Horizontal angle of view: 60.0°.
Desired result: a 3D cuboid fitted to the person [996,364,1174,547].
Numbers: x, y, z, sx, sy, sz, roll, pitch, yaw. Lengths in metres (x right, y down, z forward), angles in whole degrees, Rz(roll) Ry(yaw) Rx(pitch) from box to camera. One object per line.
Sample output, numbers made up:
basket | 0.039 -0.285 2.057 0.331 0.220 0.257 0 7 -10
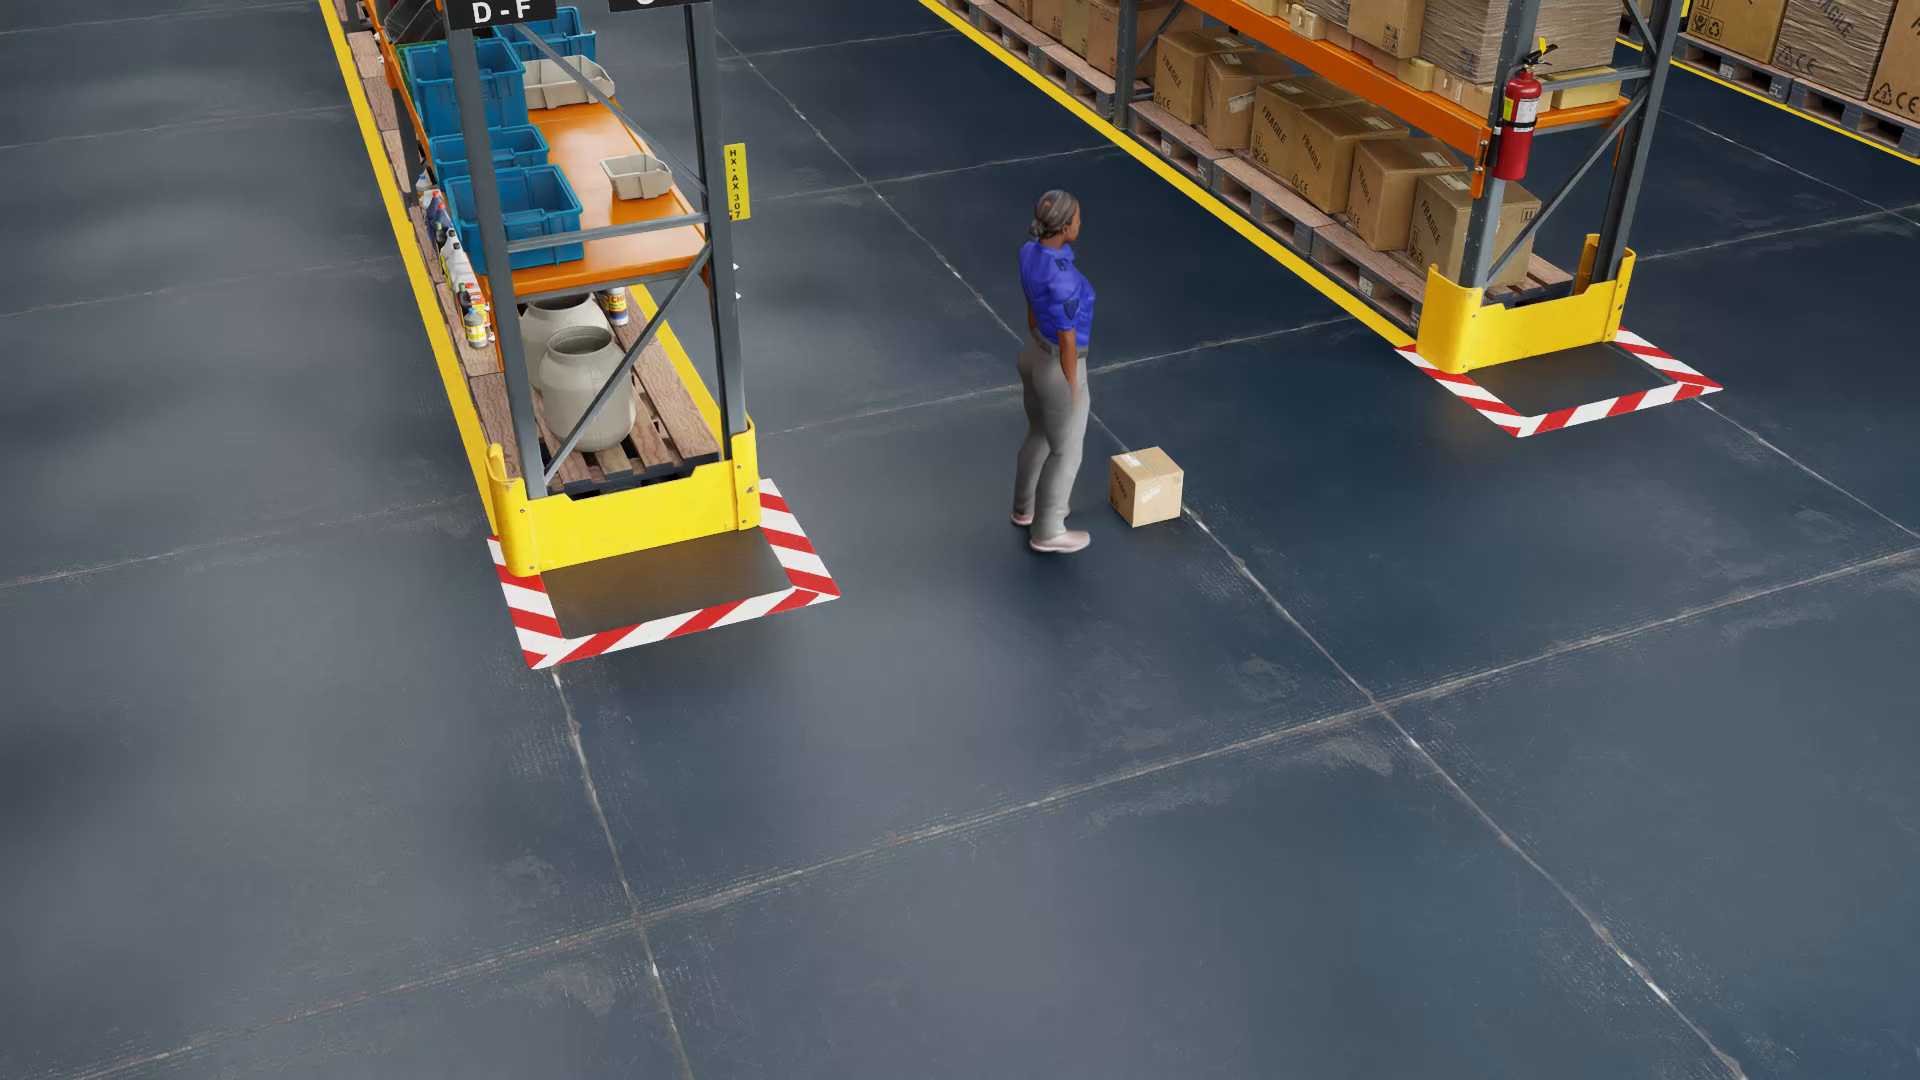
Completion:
person | 0.564 -0.363 7.578 0.828 0.811 0.464 -14 36 -19
